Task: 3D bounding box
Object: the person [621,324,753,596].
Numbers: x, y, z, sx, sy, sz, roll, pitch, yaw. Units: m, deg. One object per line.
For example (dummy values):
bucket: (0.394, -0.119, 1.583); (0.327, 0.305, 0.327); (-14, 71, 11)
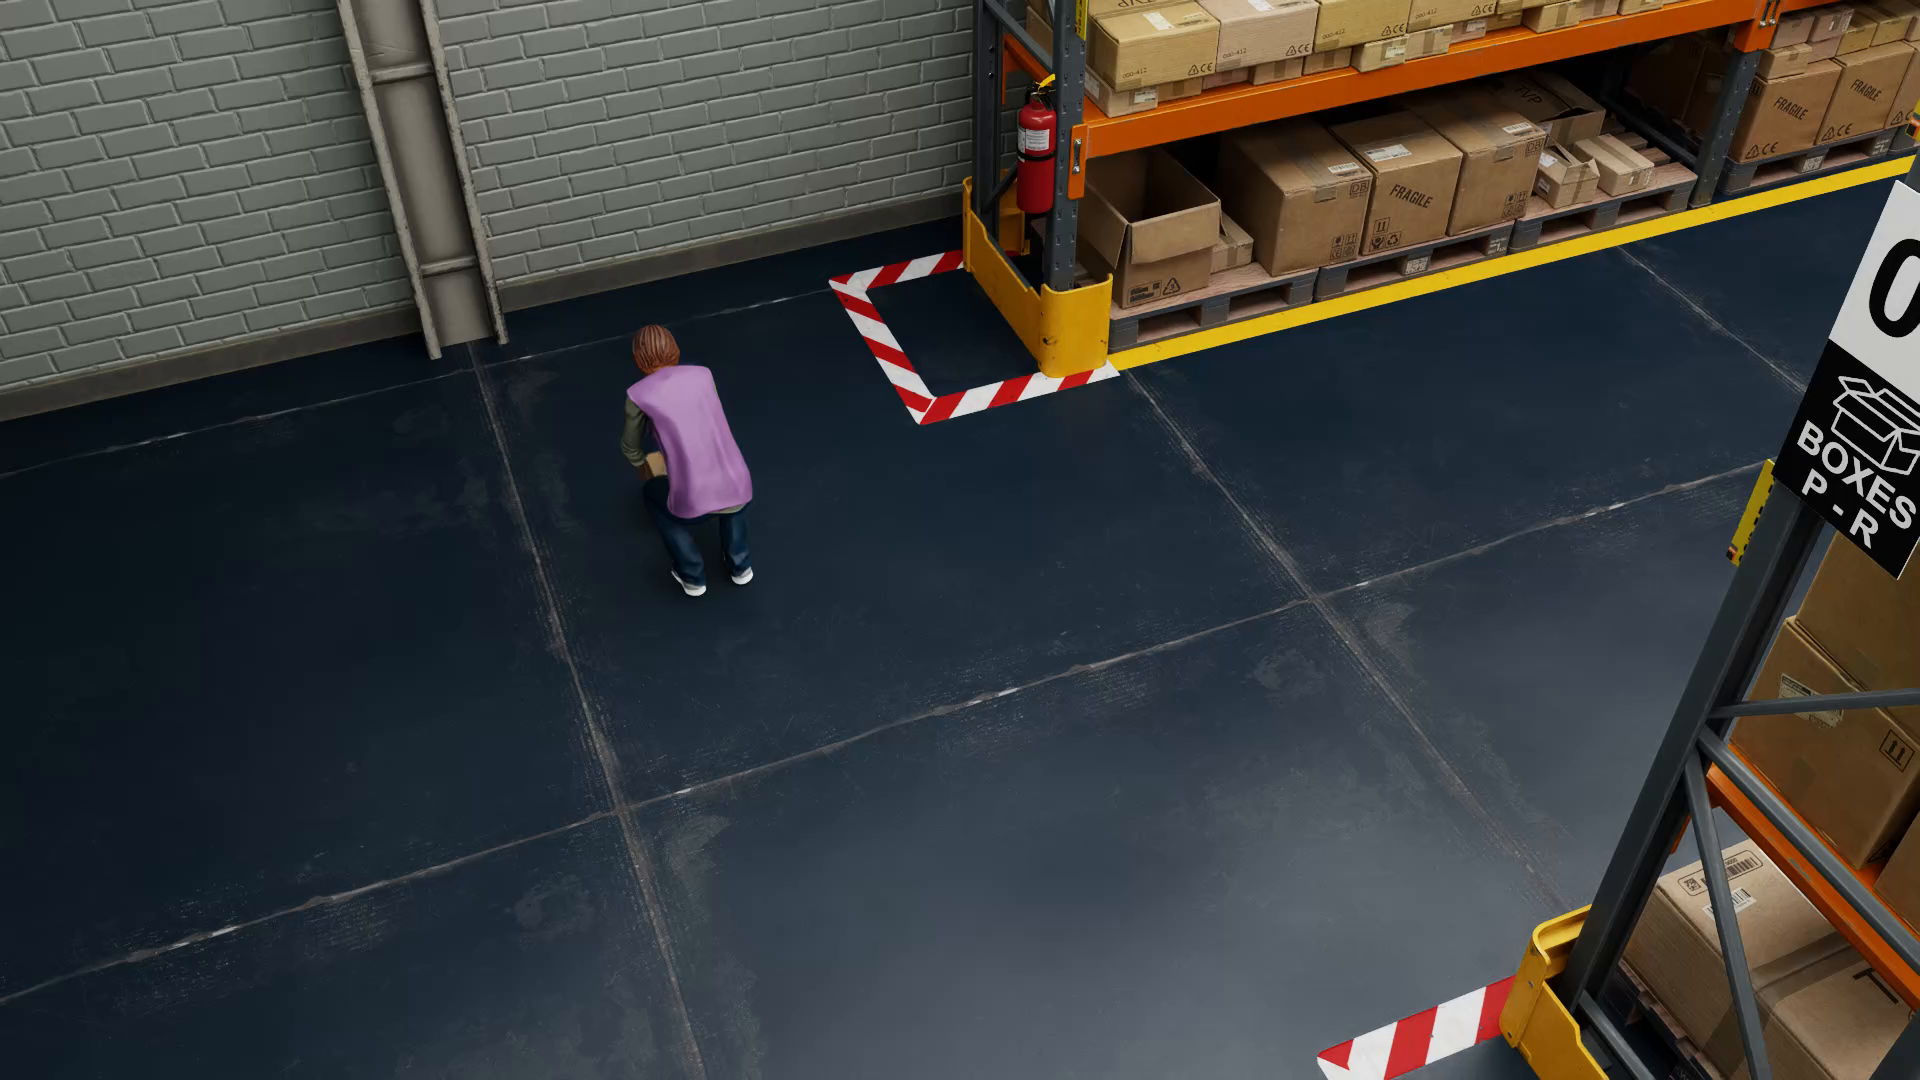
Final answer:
person: (-1.124, -0.282, 6.878); (0.460, 1.061, 0.754); (-16, 45, -16)
